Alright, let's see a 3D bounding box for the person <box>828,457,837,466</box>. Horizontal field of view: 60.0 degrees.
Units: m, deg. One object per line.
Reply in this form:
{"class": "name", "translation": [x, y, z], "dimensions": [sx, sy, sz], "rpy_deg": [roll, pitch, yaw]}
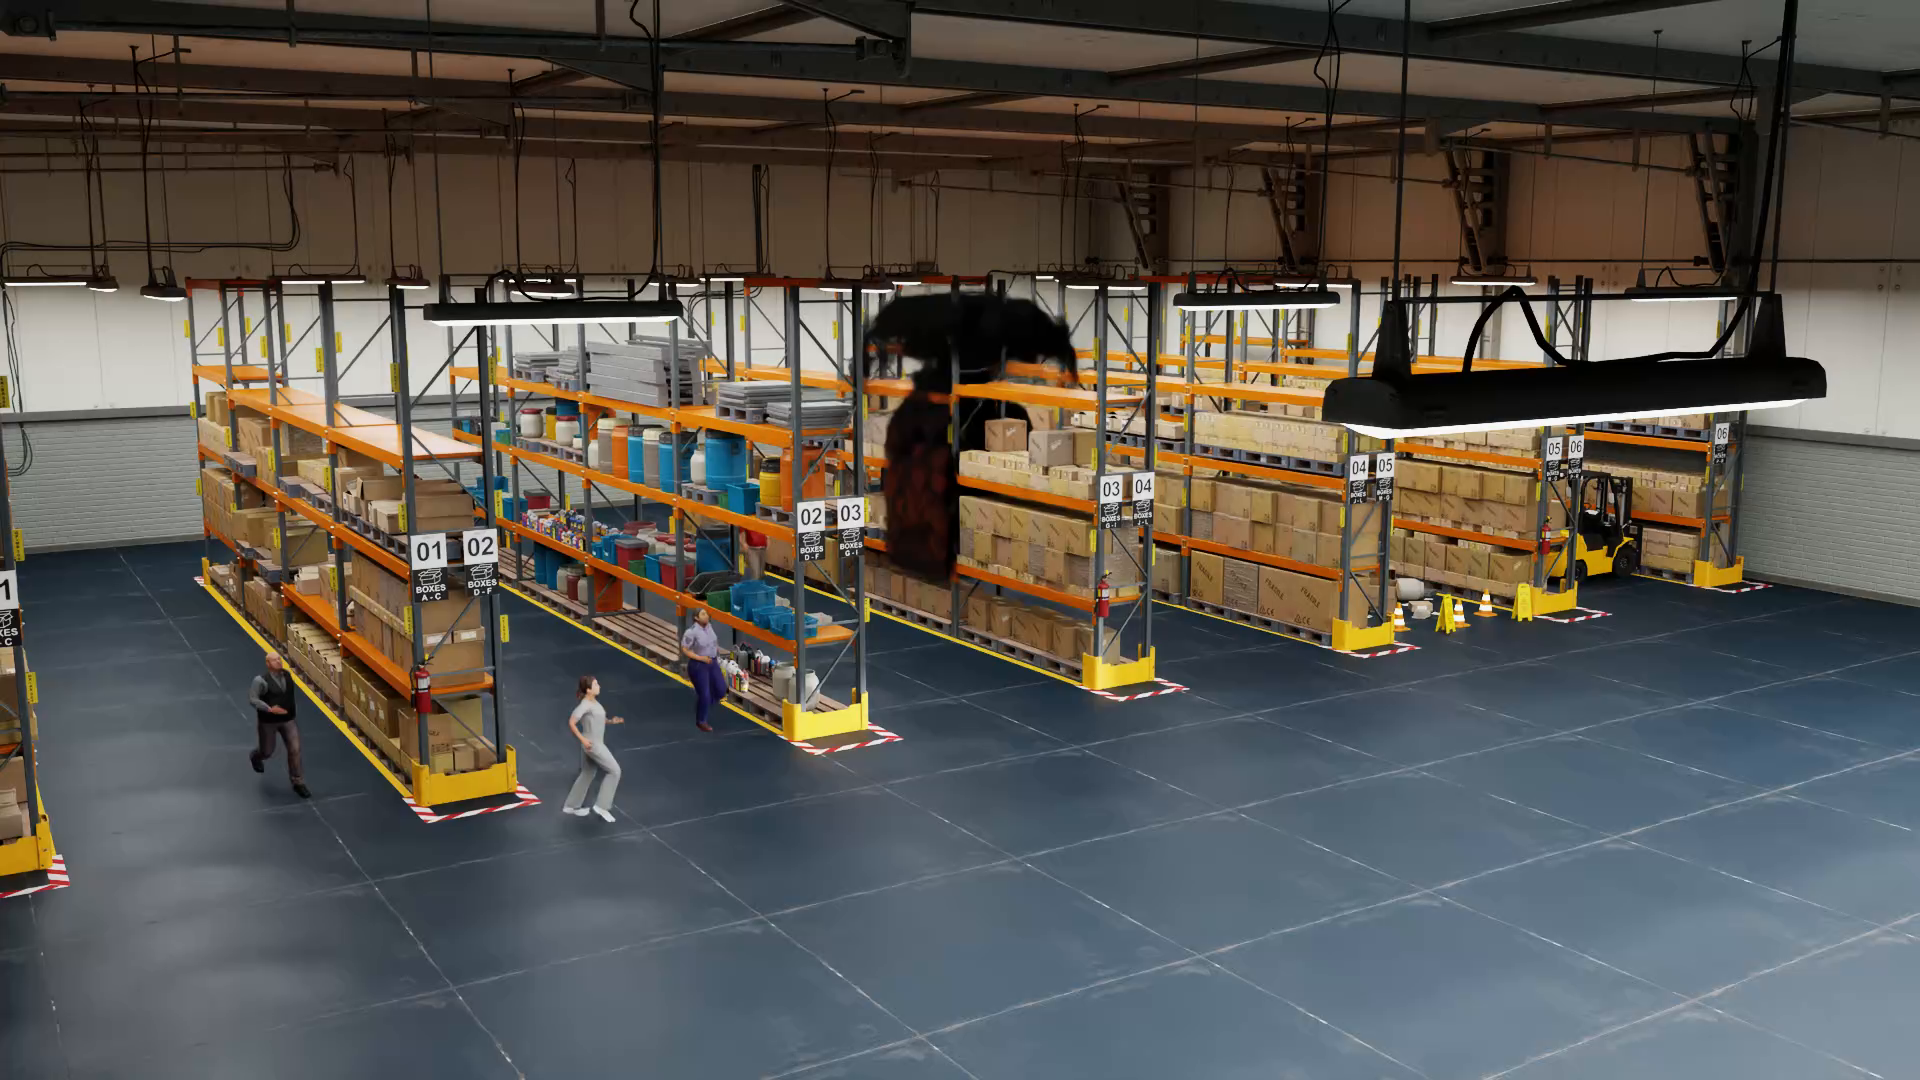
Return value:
{"class": "person", "translation": [-3.034, -1.081, 39.175], "dimensions": [0.667, 1.852, 0.910], "rpy_deg": [-6, 11, -31]}

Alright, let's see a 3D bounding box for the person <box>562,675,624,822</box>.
{"class": "person", "translation": [-4.171, 2.375, 18.883], "dimensions": [0.726, 1.711, 0.532], "rpy_deg": [-2, 10, -12]}

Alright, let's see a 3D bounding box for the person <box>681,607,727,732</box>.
{"class": "person", "translation": [-3.310, 1.673, 21.577], "dimensions": [0.492, 1.619, 0.661], "rpy_deg": [6, 11, 32]}

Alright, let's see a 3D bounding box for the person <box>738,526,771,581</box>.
{"class": "person", "translation": [-3.641, 0.260, 29.642], "dimensions": [0.666, 1.775, 0.758], "rpy_deg": [-7, 12, -38]}

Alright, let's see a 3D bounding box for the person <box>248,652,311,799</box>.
{"class": "person", "translation": [-8.222, 2.183, 19.951], "dimensions": [1.126, 1.727, 0.629], "rpy_deg": [9, 13, 42]}
